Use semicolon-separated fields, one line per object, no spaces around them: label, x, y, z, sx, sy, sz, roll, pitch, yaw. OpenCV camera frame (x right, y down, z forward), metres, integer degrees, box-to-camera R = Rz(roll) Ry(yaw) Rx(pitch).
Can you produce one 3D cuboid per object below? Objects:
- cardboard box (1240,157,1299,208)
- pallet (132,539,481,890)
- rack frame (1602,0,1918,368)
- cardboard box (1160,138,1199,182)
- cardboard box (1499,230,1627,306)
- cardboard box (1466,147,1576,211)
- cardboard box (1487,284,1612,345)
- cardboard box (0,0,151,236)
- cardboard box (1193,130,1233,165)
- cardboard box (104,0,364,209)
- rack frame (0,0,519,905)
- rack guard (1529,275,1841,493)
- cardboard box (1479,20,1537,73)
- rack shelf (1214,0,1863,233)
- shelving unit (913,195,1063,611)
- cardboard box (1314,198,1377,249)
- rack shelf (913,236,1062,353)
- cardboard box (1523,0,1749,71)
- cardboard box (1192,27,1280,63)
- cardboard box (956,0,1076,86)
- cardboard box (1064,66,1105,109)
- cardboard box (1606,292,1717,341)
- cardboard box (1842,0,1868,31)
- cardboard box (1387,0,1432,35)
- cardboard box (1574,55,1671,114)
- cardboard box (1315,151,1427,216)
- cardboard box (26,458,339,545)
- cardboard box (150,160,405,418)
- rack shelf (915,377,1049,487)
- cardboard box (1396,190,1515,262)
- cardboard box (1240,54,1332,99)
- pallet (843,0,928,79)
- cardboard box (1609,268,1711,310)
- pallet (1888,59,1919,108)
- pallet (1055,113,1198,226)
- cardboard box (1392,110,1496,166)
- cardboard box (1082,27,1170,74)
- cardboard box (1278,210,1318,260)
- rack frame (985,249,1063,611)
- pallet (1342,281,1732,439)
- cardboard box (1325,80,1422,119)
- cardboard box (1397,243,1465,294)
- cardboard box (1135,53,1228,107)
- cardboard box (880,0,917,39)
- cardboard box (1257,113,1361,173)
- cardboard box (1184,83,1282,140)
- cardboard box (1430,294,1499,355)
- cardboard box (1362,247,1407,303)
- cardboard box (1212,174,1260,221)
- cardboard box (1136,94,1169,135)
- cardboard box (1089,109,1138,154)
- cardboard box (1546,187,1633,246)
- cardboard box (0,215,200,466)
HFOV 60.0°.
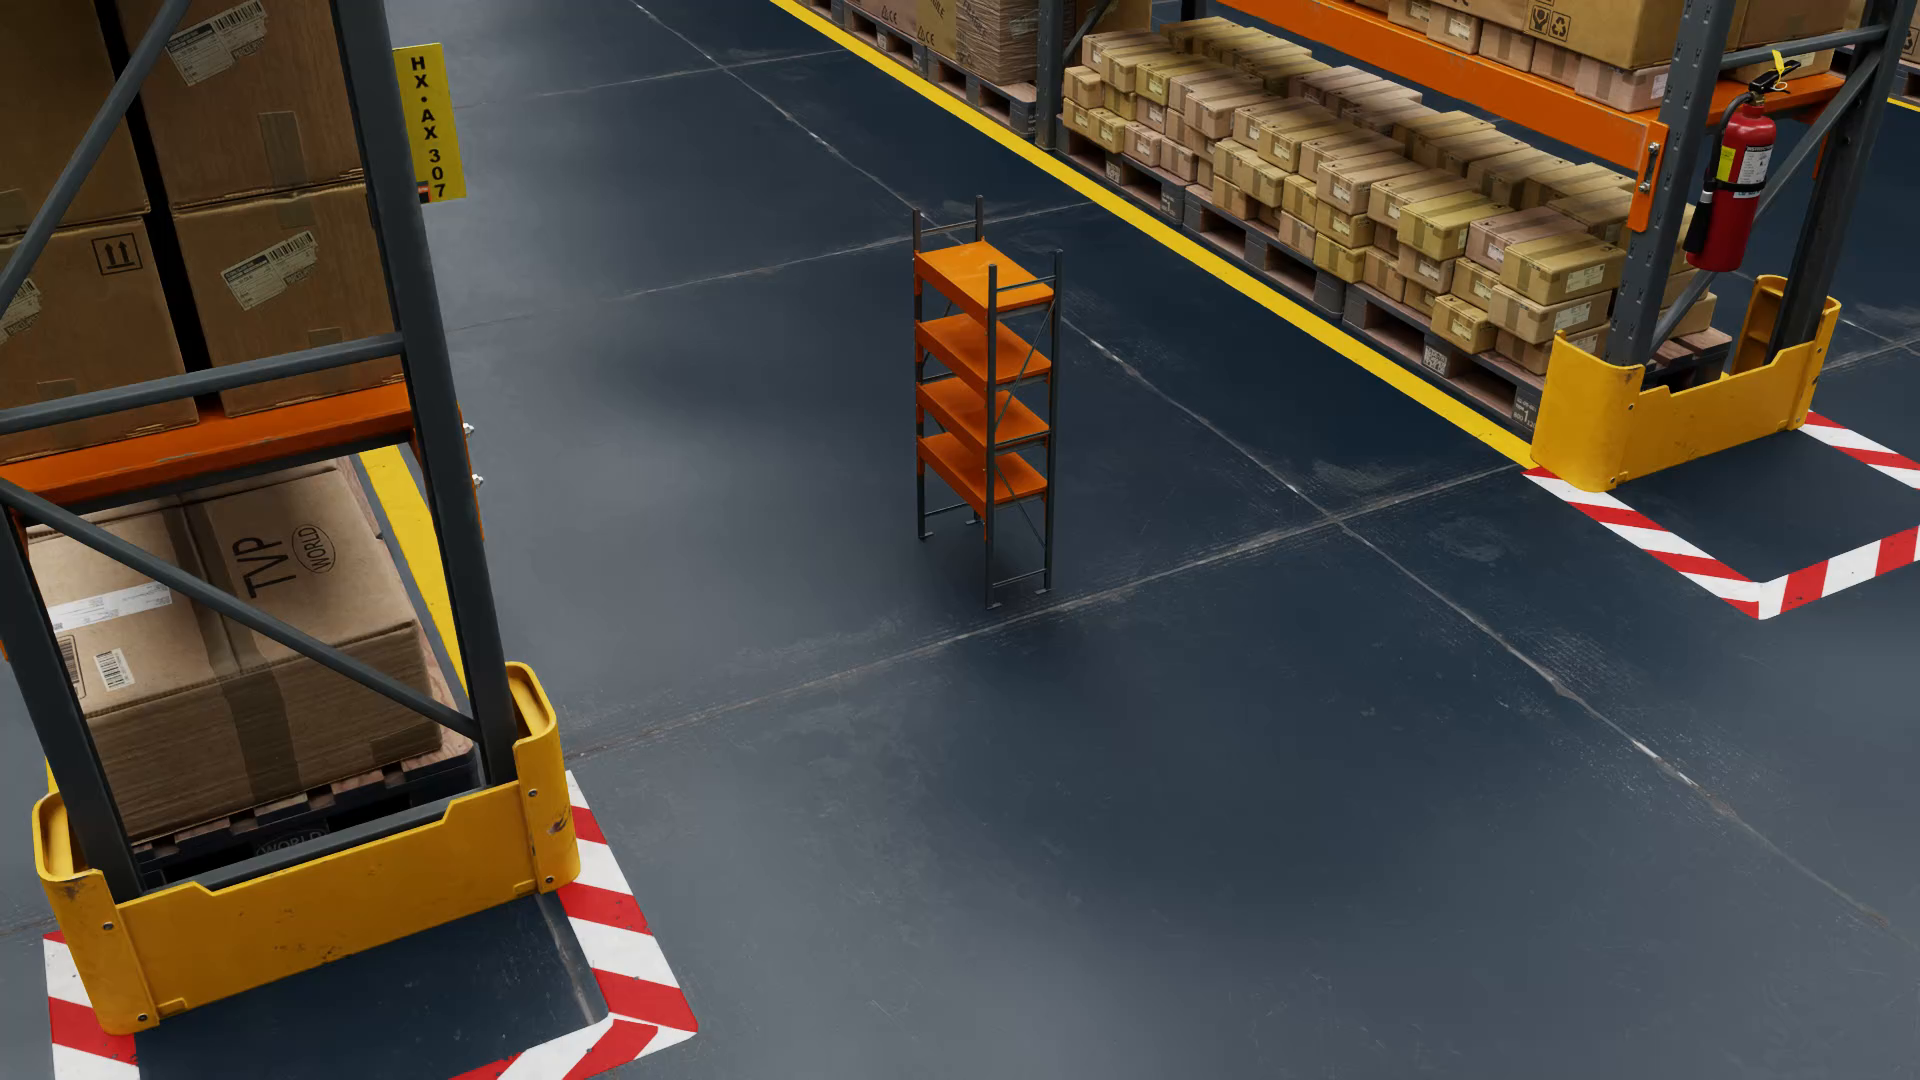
cardboard box;1.494;-1.638;7.504;0.380;0.149;0.250;-15;36;-23
pallet;-2.029;0.492;4.787;1.003;0.211;1.213;-16;36;-23
rack frame;2.745;-1.614;5.488;1.000;3.000;0.127;-16;36;-23
cardboard box;1.214;-1.903;8.194;0.380;0.149;0.250;-17;36;-24
cardboard box;2.274;-1.030;6.278;0.380;0.149;0.250;-15;36;-23
cardboard box;2.374;-1.528;7.056;0.380;0.149;0.250;-18;37;-25
cardboard box;2.247;-0.896;6.345;0.380;0.149;0.250;-17;36;-24
cardboard box;-2.022;-0.954;3.439;0.500;0.500;0.500;-15;35;-22
cardboard box;1.340;-1.899;7.911;0.380;0.149;0.250;-14;35;-21
cardboard box;-1.558;-1.084;3.642;0.500;0.500;0.500;-17;36;-24
rack frame;-1.587;-0.321;3.470;1.000;3.000;0.127;-16;36;-23
rack guard;2.710;-0.598;6.219;1.175;0.500;0.348;-16;36;-23
cardboard box;2.130;-1.837;6.069;0.380;0.149;0.250;-16;36;-24
rack shelf;1.813;-2.265;7.172;1.077;0.370;4.000;-16;36;-23
shelving unit;0.077;-0.426;5.303;0.258;1.200;0.503;-16;36;-23
cardboard box;1.750;-1.387;7.112;0.380;0.149;0.250;-15;36;-22
rack shelf;0.077;-0.757;5.091;0.258;0.148;0.480;-16;36;-23
cardboard box;2.308;-1.931;5.615;0.500;0.500;0.500;-15;36;-22
cardboard box;1.431;-2.533;8.626;0.380;0.149;0.250;-15;36;-23
cardboard box;0.312;-2.937;9.481;0.500;0.500;0.500;-17;36;-24
cardboard box;0.766;-2.371;8.648;0.380;0.149;0.250;-14;35;-21
cardboard box;2.784;-0.921;6.660;0.380;0.149;0.250;-15;36;-22
cardboard box;5.552;-3.669;10.277;0.875;0.875;0.875;-16;36;-23
cardboard box;1.894;-2.086;6.458;0.380;0.149;0.250;-18;37;-25
cardboard box;2.343;-1.593;5.688;0.380;0.149;0.250;-16;36;-23
cardboard box;1.736;-1.509;7.027;0.380;0.149;0.250;-15;35;-21
cardboard box;-2.417;-0.143;5.178;0.875;0.438;0.875;-15;36;-22
cardboard box;-1.556;-0.664;3.913;0.500;0.500;0.500;-16;36;-23
rack shelf;0.077;-0.370;5.339;0.258;0.148;0.480;-16;36;-23
cardboard box;1.975;-1.256;6.631;0.380;0.149;0.250;-17;36;-24
cardboard box;1.605;-2.273;8.219;0.380;0.149;0.250;-15;35;-22
pallet;-0.057;-3.303;10.709;1.003;0.211;1.213;-16;36;-23
cardboard box;2.728;-1.030;6.555;0.380;0.149;0.250;-14;35;-21
pallet;6.173;-2.582;9.585;1.003;0.211;1.213;-16;36;-23
pallet;1.225;-2.037;8.734;1.003;0.211;1.213;-16;36;-23
cardboard box;2.170;-1.799;7.480;0.380;0.149;0.250;-15;36;-22
cardboard box;0.858;-2.533;8.625;0.380;0.149;0.250;-14;35;-21
cardboard box;1.648;-1.390;7.392;0.380;0.149;0.250;-15;36;-22
rack frame;0.191;-0.310;5.121;0.240;1.200;0.015;-16;36;-23
pallet;2.362;-0.873;6.916;1.003;0.211;1.213;-16;36;-23
cardboard box;1.950;-2.041;7.858;0.380;0.149;0.250;-17;36;-25
cardboard box;2.003;-1.143;6.731;0.380;0.149;0.250;-17;37;-25
cardboard box;1.095;-2.278;8.228;0.380;0.149;0.250;-16;36;-24
cardboard box;-0.162;-3.428;10.247;0.500;0.500;0.500;-17;36;-24
cardboard box;1.564;-1.781;7.451;0.380;0.149;0.250;-16;36;-23
cardboard box;1.283;-2.018;7.821;0.380;0.149;0.250;-15;36;-22
cardboard box;2.106;-0.886;6.606;0.380;0.149;0.250;-15;35;-22
cardboard box;1.932;-1.149;7.016;0.380;0.149;0.250;-15;36;-23
cardboard box;1.407;-1.636;7.776;0.380;0.149;0.250;-17;36;-24
cardboard box;1.109;-2.165;8.327;0.380;0.149;0.250;-16;36;-23
cardboard box;0.890;-2.118;8.528;0.380;0.149;0.250;-15;35;-22
cardboard box;2.567;-1.278;6.665;0.380;0.149;0.250;-15;36;-22
cardboard box;-2.046;-0.526;3.698;0.500;0.500;0.500;-16;36;-23
